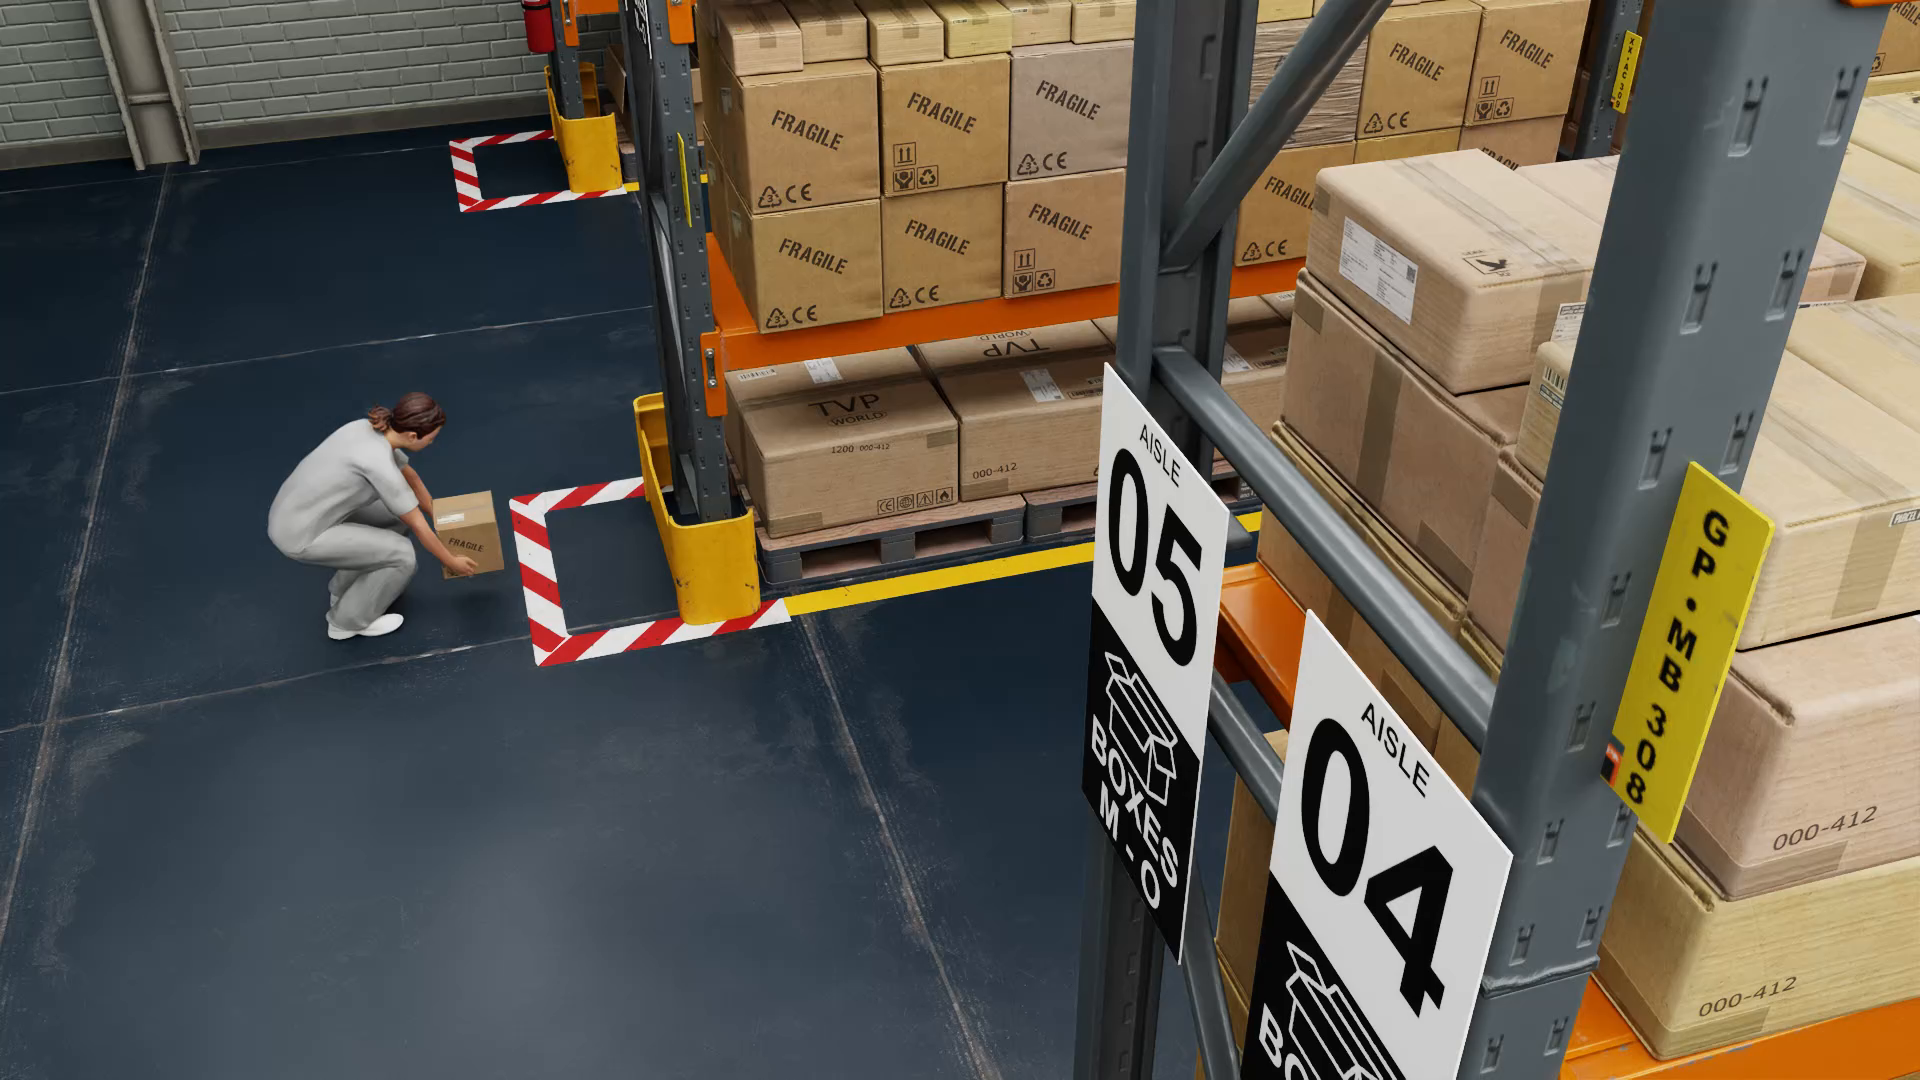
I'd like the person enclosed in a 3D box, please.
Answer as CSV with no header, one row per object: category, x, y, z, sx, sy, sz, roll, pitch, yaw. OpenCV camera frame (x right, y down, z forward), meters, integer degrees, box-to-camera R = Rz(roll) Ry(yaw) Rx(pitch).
person,-2.460,-0.114,6.927,0.785,0.991,0.484,-10,35,-15
